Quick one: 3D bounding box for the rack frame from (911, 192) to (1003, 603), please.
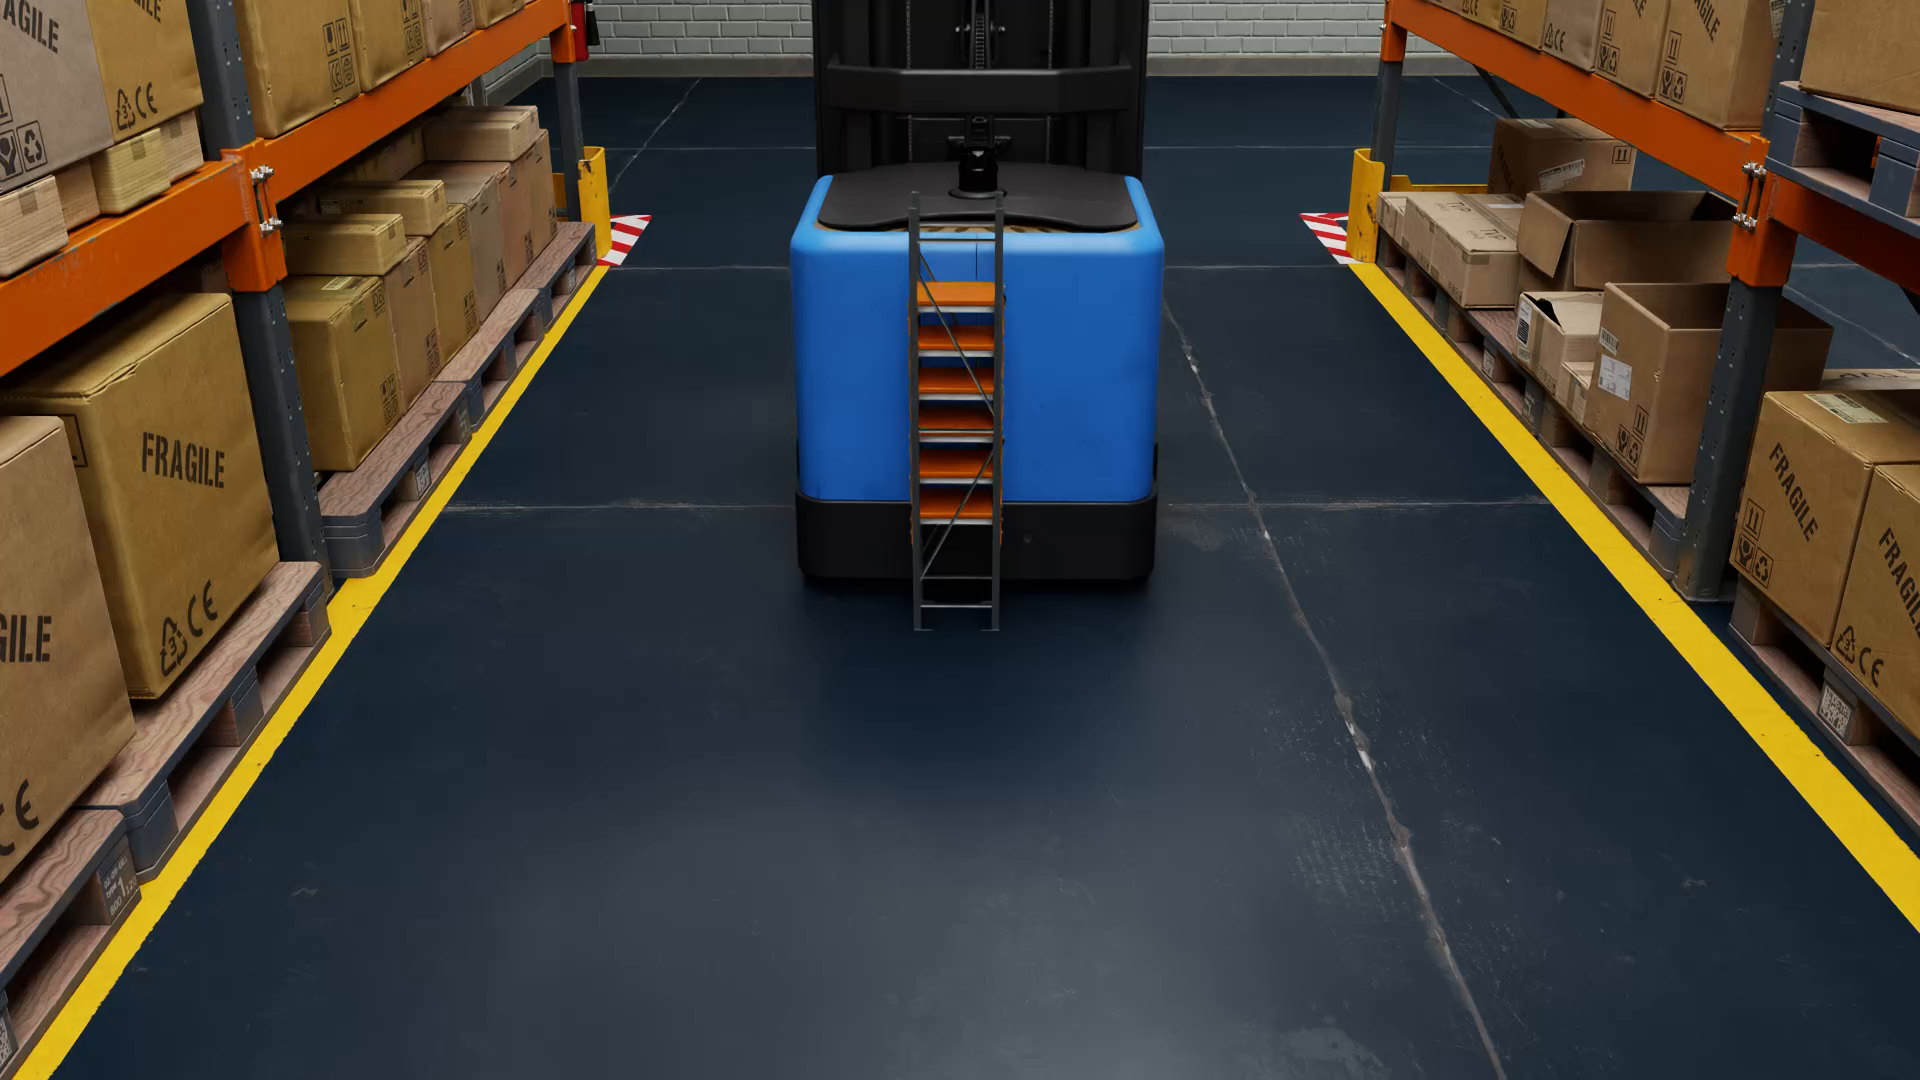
[{"bbox_3d":[-0.007,-0.364,4.599,0.240,1.200,0.006,0,24,1],"label":"rack frame"}]

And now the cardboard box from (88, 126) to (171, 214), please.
[{"bbox_3d":[-2.027,-0.835,3.736,0.380,0.149,0.250,0,24,0],"label":"cardboard box"}]

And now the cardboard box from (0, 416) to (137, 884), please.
[{"bbox_3d":[-2.191,0.240,3.179,0.750,0.750,0.750,0,24,1],"label":"cardboard box"}]

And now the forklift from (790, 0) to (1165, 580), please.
[{"bbox_3d":[0.069,-1.780,5.629,1.130,2.935,3.031,0,24,1],"label":"forklift"}]

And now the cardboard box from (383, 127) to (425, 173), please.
[{"bbox_3d":[-2.469,-1.629,6.948,0.380,0.149,0.250,0,24,0],"label":"cardboard box"}]

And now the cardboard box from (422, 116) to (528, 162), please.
[{"bbox_3d":[-2.089,-1.733,7.178,0.380,0.149,0.250,0,24,1],"label":"cardboard box"}]

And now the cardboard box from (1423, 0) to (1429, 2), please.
[{"bbox_3d":[2.310,-2.716,7.493,0.500,0.500,0.500,0,24,1],"label":"cardboard box"}]

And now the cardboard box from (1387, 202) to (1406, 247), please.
[{"bbox_3d":[2.233,-1.486,7.801,0.380,0.166,0.250,0,24,-1],"label":"cardboard box"}]

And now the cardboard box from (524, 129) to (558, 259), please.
[{"bbox_3d":[-2.277,-1.595,7.659,0.700,0.500,0.500,0,24,-1],"label":"cardboard box"}]

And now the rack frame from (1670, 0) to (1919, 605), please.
[{"bbox_3d":[2.613,-1.206,4.276,1.000,3.000,0.127,0,24,-1],"label":"rack frame"}]

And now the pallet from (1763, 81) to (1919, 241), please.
[{"bbox_3d":[2.512,-0.788,3.586,1.003,0.211,1.213,0,24,-1],"label":"pallet"}]

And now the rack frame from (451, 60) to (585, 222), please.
[{"bbox_3d":[-2.384,-2.830,7.868,1.000,3.000,0.127,0,24,-1],"label":"rack frame"}]

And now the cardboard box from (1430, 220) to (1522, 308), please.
[{"bbox_3d":[2.302,-1.164,6.987,0.500,0.250,0.500,0,24,-1],"label":"cardboard box"}]

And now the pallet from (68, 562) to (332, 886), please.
[{"bbox_3d":[-2.257,0.406,4.096,1.003,0.211,1.213,0,24,-1],"label":"pallet"}]

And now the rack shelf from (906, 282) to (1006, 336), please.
[{"bbox_3d":[-0.009,-0.614,4.385,0.258,0.103,0.180,0,24,1],"label":"rack shelf"}]

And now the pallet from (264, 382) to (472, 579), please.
[{"bbox_3d":[-2.271,-0.225,5.491,1.003,0.211,1.213,0,24,-1],"label":"pallet"}]

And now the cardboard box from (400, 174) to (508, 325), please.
[{"bbox_3d":[-2.265,-1.181,6.745,0.700,0.500,0.500,-1,24,-2],"label":"cardboard box"}]

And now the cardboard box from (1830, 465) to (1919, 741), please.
[{"bbox_3d":[2.391,0.153,3.771,0.500,0.500,0.500,0,24,0],"label":"cardboard box"}]

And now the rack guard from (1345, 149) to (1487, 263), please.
[{"bbox_3d":[2.570,-1.684,8.366,1.175,0.500,0.348,0,24,-1],"label":"rack guard"}]

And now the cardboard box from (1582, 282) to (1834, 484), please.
[{"bbox_3d":[2.323,-0.501,5.217,0.500,0.500,0.500,0,24,-1],"label":"cardboard box"}]

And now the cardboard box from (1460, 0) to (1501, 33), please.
[{"bbox_3d":[2.324,-2.296,6.565,0.500,0.500,0.500,0,24,-1],"label":"cardboard box"}]

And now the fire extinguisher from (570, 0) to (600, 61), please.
[{"bbox_3d":[-1.924,-2.689,8.102,0.296,0.674,0.183,0,24,-1],"label":"fire extinguisher"}]

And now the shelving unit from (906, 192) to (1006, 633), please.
[{"bbox_3d":[-0.009,-0.326,4.515,0.258,1.200,0.189,0,24,1],"label":"shelving unit"}]

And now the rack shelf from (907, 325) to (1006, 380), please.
[{"bbox_3d":[-0.009,-0.504,4.435,0.258,0.103,0.180,0,24,1],"label":"rack shelf"}]

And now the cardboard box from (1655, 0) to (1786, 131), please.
[{"bbox_3d":[2.351,-1.456,4.708,0.500,0.500,0.500,0,24,0],"label":"cardboard box"}]

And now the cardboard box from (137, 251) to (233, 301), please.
[{"bbox_3d":[-2.443,-0.778,5.066,0.380,0.149,0.250,0,24,-1],"label":"cardboard box"}]

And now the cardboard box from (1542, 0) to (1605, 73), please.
[{"bbox_3d":[2.336,-1.880,5.646,0.500,0.500,0.500,0,24,1],"label":"cardboard box"}]

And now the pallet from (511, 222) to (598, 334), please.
[{"bbox_3d":[-2.297,-1.230,7.715,1.003,0.211,1.213,0,24,-1],"label":"pallet"}]

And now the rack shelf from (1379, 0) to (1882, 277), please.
[{"bbox_3d":[2.591,-1.702,6.246,1.077,0.370,4.000,0,24,-1],"label":"rack shelf"}]

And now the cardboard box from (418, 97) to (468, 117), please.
[{"bbox_3d":[-2.478,-1.941,7.638,0.380,0.149,0.250,0,24,0],"label":"cardboard box"}]

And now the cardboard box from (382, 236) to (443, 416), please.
[{"bbox_3d":[-2.248,-0.750,5.792,0.700,0.500,0.500,0,24,-1],"label":"cardboard box"}]

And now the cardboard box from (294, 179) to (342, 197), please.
[{"bbox_3d":[-2.456,-1.208,6.017,0.380,0.149,0.250,0,24,0],"label":"cardboard box"}]

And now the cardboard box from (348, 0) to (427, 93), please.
[{"bbox_3d":[-2.333,-1.843,5.321,0.980,0.700,0.700,-1,24,-2],"label":"cardboard box"}]

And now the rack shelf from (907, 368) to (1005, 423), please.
[{"bbox_3d":[-0.009,-0.395,4.484,0.258,0.103,0.180,0,24,1],"label":"rack shelf"}]

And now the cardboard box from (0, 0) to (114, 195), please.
[{"bbox_3d":[-2.068,-0.973,3.254,0.500,0.500,0.500,0,24,0],"label":"cardboard box"}]

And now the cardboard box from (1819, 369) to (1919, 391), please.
[{"bbox_3d":[2.825,-0.355,5.124,0.500,0.311,0.500,0,24,-1],"label":"cardboard box"}]

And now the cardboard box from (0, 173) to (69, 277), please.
[{"bbox_3d":[-2.008,-0.619,3.259,0.380,0.149,0.250,0,24,-1],"label":"cardboard box"}]

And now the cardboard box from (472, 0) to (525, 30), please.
[{"bbox_3d":[-2.350,-2.457,6.679,0.980,0.700,0.700,0,24,-1],"label":"cardboard box"}]

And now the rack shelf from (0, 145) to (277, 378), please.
[{"bbox_3d":[-2.319,-0.030,2.549,1.077,0.370,4.000,0,24,-1],"label":"rack shelf"}]

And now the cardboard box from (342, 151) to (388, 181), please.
[{"bbox_3d":[-2.462,-1.418,6.483,0.380,0.149,0.250,0,24,0],"label":"cardboard box"}]

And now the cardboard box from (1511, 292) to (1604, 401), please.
[{"bbox_3d":[2.315,-0.724,5.939,0.500,0.311,0.500,0,24,-1],"label":"cardboard box"}]

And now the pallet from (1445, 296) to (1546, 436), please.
[{"bbox_3d":[2.590,-0.722,6.591,1.003,0.211,1.213,0,24,-1],"label":"pallet"}]

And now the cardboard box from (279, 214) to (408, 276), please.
[{"bbox_3d":[-2.067,-0.980,5.514,0.380,0.149,0.250,1,24,1],"label":"cardboard box"}]
